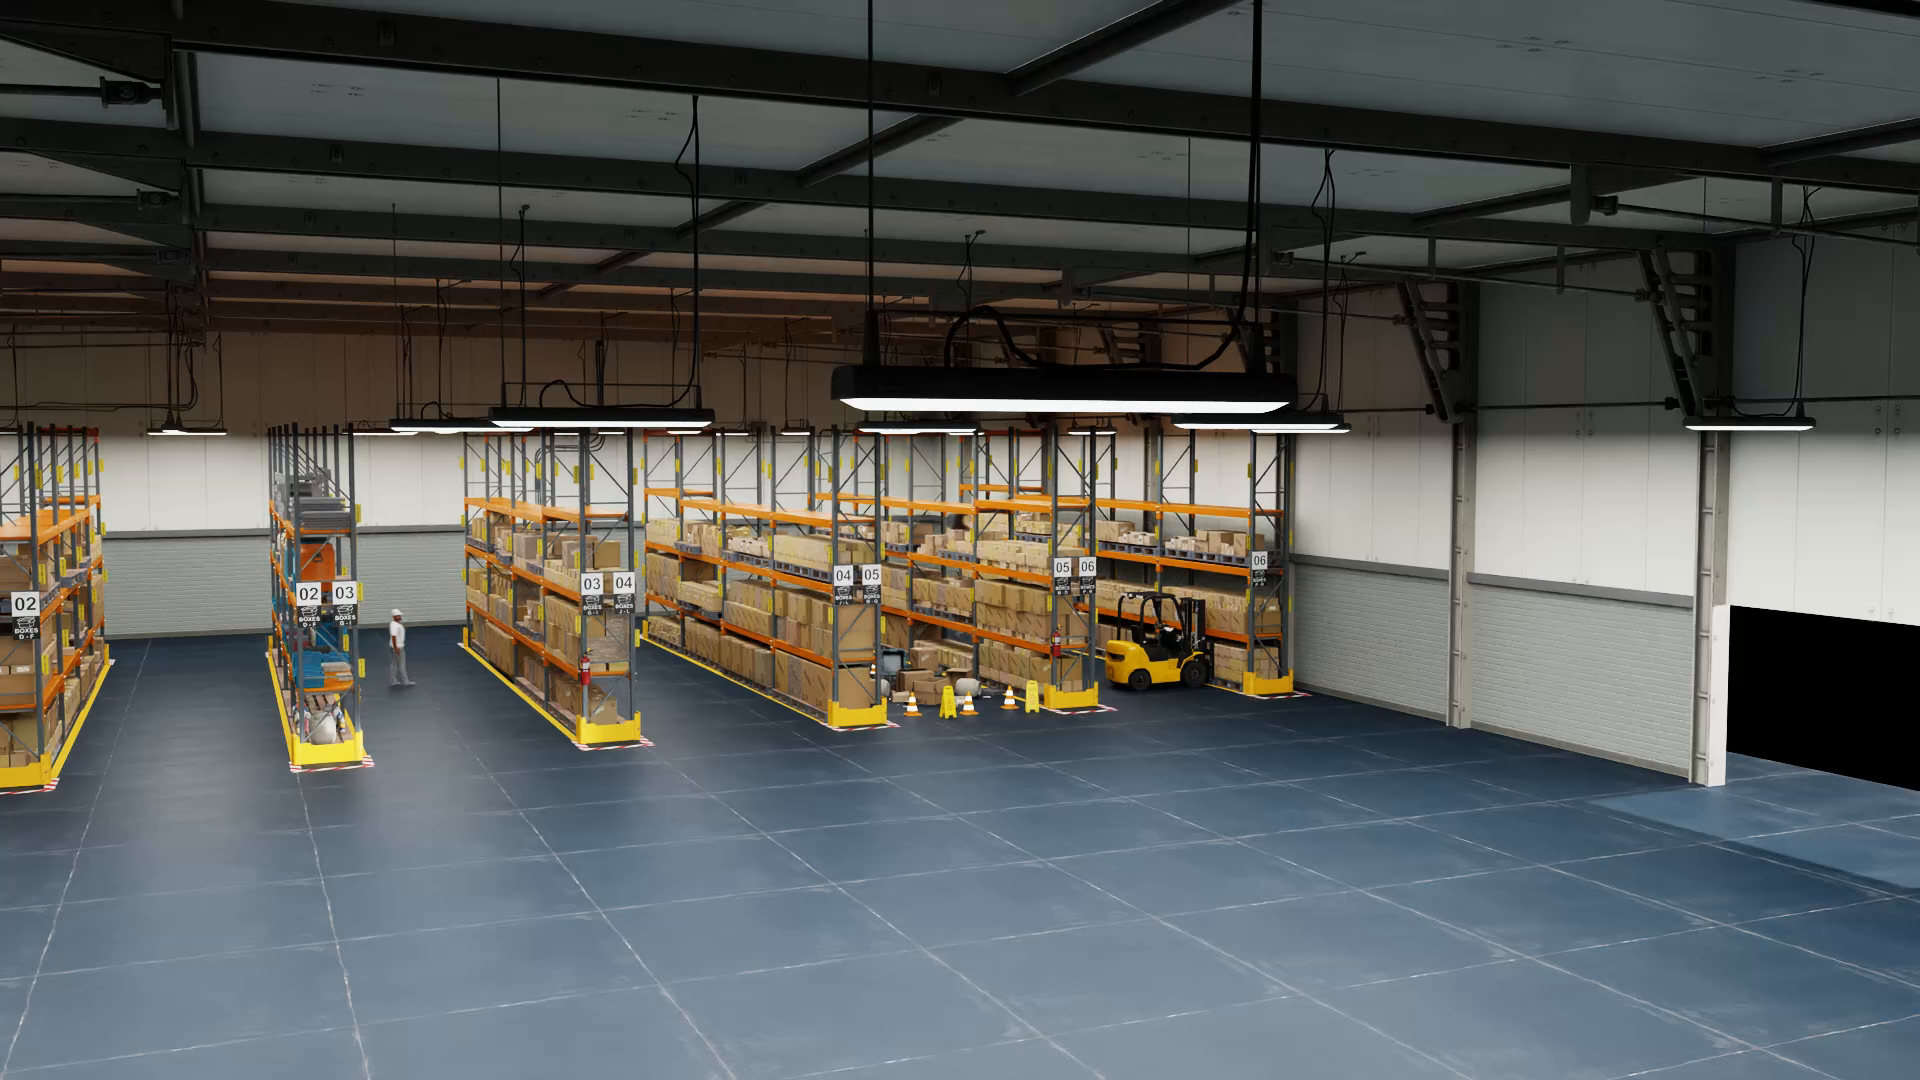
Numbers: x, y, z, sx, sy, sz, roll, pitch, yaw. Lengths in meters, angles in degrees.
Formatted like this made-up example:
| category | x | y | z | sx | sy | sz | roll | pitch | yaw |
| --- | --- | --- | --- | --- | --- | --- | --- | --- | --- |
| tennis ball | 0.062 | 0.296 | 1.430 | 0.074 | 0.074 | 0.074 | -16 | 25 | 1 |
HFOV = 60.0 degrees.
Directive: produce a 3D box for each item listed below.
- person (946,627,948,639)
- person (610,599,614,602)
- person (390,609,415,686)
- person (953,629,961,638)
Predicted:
| category | x | y | z | sx | sy | sz | roll | pitch | yaw |
| --- | --- | --- | --- | --- | --- | --- | --- | --- | --- |
| person | -0.489 | 2.084 | 46.466 | 0.329 | 1.607 | 0.489 | -2 | 4 | -24 |
| person | -9.925 | 1.877 | 48.744 | 0.725 | 1.732 | 1.074 | 1 | 4 | 9 |
| person | -12.960 | 2.481 | 38.575 | 0.550 | 1.764 | 0.587 | -2 | 4 | -29 |
| person | -0.104 | 1.991 | 47.700 | 0.527 | 1.613 | 0.992 | 1 | 4 | 9 |
